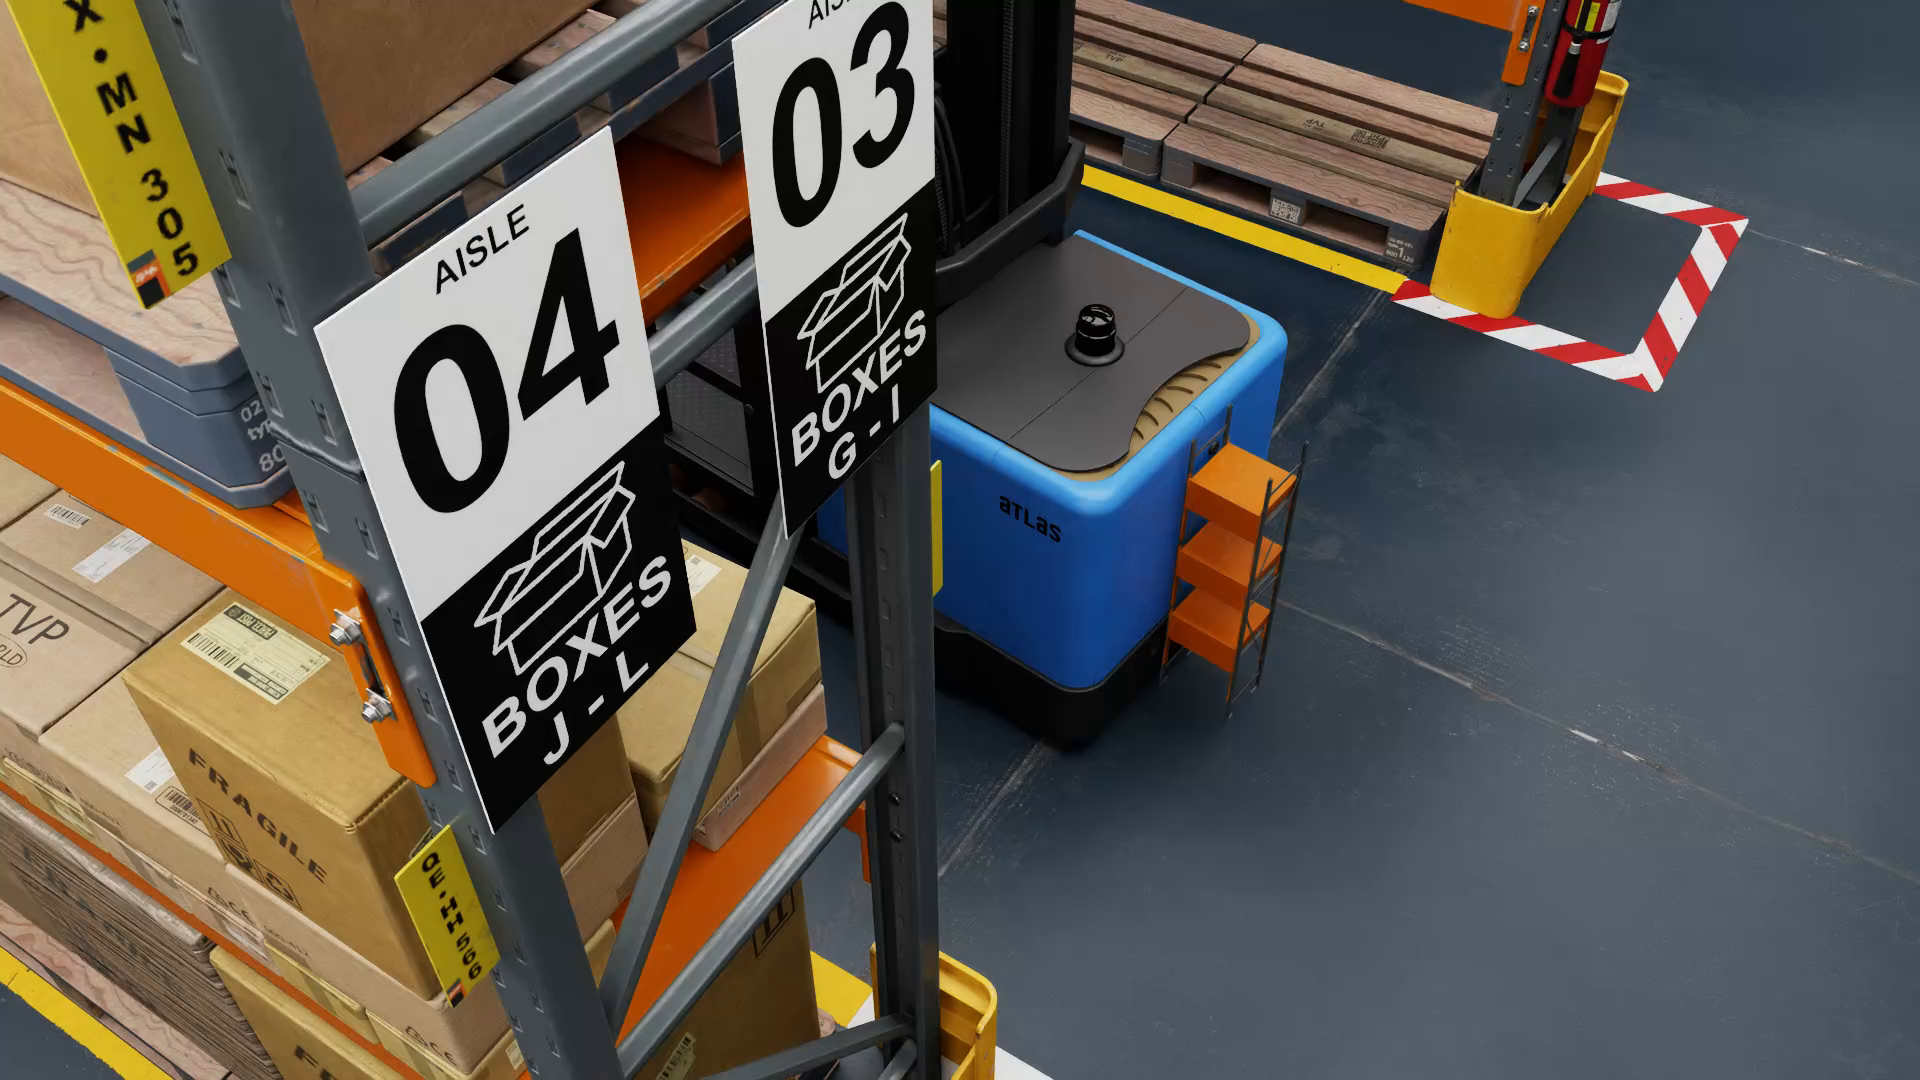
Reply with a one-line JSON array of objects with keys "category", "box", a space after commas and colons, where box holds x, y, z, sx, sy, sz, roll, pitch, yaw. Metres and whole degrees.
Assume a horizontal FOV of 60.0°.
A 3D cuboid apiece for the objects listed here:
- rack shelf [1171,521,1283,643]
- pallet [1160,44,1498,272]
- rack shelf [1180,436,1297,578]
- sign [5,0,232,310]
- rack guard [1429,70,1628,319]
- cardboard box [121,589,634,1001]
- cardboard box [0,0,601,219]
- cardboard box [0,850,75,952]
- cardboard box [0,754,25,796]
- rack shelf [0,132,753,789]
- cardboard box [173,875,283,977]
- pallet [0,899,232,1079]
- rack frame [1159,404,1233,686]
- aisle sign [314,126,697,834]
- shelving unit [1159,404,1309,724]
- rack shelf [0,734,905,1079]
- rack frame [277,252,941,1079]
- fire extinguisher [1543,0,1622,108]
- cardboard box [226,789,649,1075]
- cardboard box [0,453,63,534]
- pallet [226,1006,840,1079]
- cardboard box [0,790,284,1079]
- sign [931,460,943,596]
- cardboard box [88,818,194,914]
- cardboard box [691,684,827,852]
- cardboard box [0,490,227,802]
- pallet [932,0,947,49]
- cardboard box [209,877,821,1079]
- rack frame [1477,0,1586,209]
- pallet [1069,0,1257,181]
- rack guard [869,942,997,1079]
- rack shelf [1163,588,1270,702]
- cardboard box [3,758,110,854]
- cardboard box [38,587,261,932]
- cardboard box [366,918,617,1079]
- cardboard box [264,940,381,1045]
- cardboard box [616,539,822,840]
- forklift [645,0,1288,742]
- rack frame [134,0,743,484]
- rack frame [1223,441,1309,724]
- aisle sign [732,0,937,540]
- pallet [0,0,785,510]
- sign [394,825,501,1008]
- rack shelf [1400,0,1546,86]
[{"category": "rack shelf", "box": [0.794, 0.104, 4.932, 0.240, 0.259, 0.215, 30, 53, 26]}, {"category": "pallet", "box": [1.635, -1.696, 7.251, 1.213, 0.211, 1.003, 25, 51, 22]}, {"category": "rack shelf", "box": [0.794, -0.094, 4.728, 0.240, 0.259, 0.215, 30, 53, 26]}, {"category": "sign", "box": [-0.671, -0.339, 1.335, 0.005, 0.325, 0.100, 25, 51, 22]}, {"category": "rack guard", "box": [2.335, -1.453, 6.813, 0.348, 0.500, 1.175, 25, 51, 22]}, {"category": "cardboard box", "box": [-0.918, 0.322, 2.720, 0.500, 0.500, 0.500, 25, 51, 23]}, {"category": "cardboard box", "box": [-0.833, -0.766, 1.879, 0.500, 0.500, 0.700, 22, 50, 20]}, {"category": "cardboard box", "box": [-2.463, 0.362, 4.495, 0.875, 0.875, 0.875, 25, 51, 22]}, {"category": "cardboard box", "box": [-1.923, 0.319, 3.524, 0.250, 0.149, 0.380, 25, 51, 22]}, {"category": "rack shelf", "box": [-2.050, -0.904, 2.947, 4.000, 0.370, 1.077, 25, 51, 22]}, {"category": "cardboard box", "box": [-1.275, 0.615, 3.236, 0.250, 0.149, 0.380, 25, 51, 22]}, {"category": "pallet", "box": [-2.104, 0.901, 4.727, 1.213, 0.211, 1.003, 25, 51, 22]}, {"category": "rack frame", "box": [0.699, 0.041, 4.978, 0.008, 1.050, 0.200, 30, 53, 26]}, {"category": "aisle sign", "box": [-0.468, -0.032, 1.877, 0.004, 0.787, 0.394, 25, 51, 22]}, {"category": "shelving unit", "box": [0.794, 0.096, 4.924, 0.252, 1.050, 0.215, 30, 53, 26]}, {"category": "rack shelf", "box": [-2.050, 0.141, 4.023, 4.000, 0.370, 1.077, 25, 51, 22]}, {"category": "rack frame", "box": [-0.366, 0.665, 3.013, 0.127, 3.000, 1.000, 25, 51, 22]}, {"category": "fire extinguisher", "box": [2.189, -1.836, 5.756, 0.183, 0.674, 0.296, 25, 51, 22]}, {"category": "cardboard box", "box": [-0.917, 0.586, 2.986, 0.500, 0.250, 0.500, 24, 50, 22]}, {"category": "cardboard box", "box": [-2.213, -0.007, 3.562, 0.500, 0.250, 0.500, 25, 51, 22]}, {"category": "pallet", "box": [-1.081, 1.374, 4.268, 1.213, 0.211, 1.003, 25, 51, 22]}, {"category": "cardboard box", "box": [-1.714, 0.707, 4.160, 0.875, 0.875, 0.875, 25, 51, 22]}, {"category": "sign", "box": [-0.062, 0.003, 2.997, 0.005, 0.325, 0.100, 25, 51, 22]}, {"category": "cardboard box", "box": [-1.485, 0.518, 3.330, 0.250, 0.149, 0.380, 26, 51, 23]}, {"category": "cardboard box", "box": [-0.487, 0.416, 3.430, 0.250, 0.149, 0.380, 25, 51, 23]}, {"category": "cardboard box", "box": [-1.773, 0.192, 3.369, 0.500, 0.250, 0.500, 23, 50, 21]}, {"category": "pallet", "box": [-0.419, -2.641, 8.169, 1.213, 0.211, 1.003, 25, 51, 22]}, {"category": "cardboard box", "box": [-0.948, 1.059, 3.818, 0.875, 0.875, 0.875, 25, 51, 22]}, {"category": "rack frame", "box": [2.308, -2.325, 5.918, 0.127, 3.000, 1.000, 25, 51, 22]}, {"category": "pallet", "box": [0.612, -2.169, 7.711, 1.213, 0.211, 1.003, 25, 51, 22]}, {"category": "rack guard", "box": [-0.346, 1.545, 3.900, 0.348, 0.500, 1.175, 25, 51, 22]}, {"category": "rack shelf", "box": [0.794, 0.297, 5.131, 0.240, 0.259, 0.215, 30, 53, 26]}, {"category": "cardboard box", "box": [-1.704, 0.419, 3.427, 0.250, 0.149, 0.380, 24, 50, 21]}, {"category": "cardboard box", "box": [-1.344, 0.389, 3.178, 0.500, 0.250, 0.500, 24, 50, 21]}, {"category": "cardboard box", "box": [-0.844, 0.813, 3.043, 0.250, 0.149, 0.380, 26, 51, 23]}, {"category": "cardboard box", "box": [-1.063, 0.714, 3.140, 0.250, 0.149, 0.380, 25, 51, 22]}, {"category": "cardboard box", "box": [-0.624, 0.264, 3.299, 0.500, 0.250, 0.500, 23, 50, 21]}, {"category": "forklift", "box": [-0.483, -1.303, 4.972, 3.031, 2.935, 1.130, 30, 53, 26]}, {"category": "rack frame", "box": [-0.366, -1.426, 0.861, 0.127, 3.000, 1.000, 25, 51, 22]}, {"category": "rack frame", "box": [0.889, 0.151, 4.871, 0.008, 1.050, 0.200, 30, 53, 26]}, {"category": "aisle sign", "box": [-0.144, -0.395, 2.229, 0.004, 0.787, 0.394, 25, 51, 22]}, {"category": "pallet", "box": [-0.996, -0.631, 2.242, 1.213, 0.211, 1.003, 25, 51, 22]}, {"category": "sign", "box": [-0.671, 0.501, 2.199, 0.005, 0.325, 0.100, 25, 51, 22]}, {"category": "rack shelf", "box": [0.624, -2.849, 6.928, 4.000, 0.370, 1.077, 25, 51, 22]}]
